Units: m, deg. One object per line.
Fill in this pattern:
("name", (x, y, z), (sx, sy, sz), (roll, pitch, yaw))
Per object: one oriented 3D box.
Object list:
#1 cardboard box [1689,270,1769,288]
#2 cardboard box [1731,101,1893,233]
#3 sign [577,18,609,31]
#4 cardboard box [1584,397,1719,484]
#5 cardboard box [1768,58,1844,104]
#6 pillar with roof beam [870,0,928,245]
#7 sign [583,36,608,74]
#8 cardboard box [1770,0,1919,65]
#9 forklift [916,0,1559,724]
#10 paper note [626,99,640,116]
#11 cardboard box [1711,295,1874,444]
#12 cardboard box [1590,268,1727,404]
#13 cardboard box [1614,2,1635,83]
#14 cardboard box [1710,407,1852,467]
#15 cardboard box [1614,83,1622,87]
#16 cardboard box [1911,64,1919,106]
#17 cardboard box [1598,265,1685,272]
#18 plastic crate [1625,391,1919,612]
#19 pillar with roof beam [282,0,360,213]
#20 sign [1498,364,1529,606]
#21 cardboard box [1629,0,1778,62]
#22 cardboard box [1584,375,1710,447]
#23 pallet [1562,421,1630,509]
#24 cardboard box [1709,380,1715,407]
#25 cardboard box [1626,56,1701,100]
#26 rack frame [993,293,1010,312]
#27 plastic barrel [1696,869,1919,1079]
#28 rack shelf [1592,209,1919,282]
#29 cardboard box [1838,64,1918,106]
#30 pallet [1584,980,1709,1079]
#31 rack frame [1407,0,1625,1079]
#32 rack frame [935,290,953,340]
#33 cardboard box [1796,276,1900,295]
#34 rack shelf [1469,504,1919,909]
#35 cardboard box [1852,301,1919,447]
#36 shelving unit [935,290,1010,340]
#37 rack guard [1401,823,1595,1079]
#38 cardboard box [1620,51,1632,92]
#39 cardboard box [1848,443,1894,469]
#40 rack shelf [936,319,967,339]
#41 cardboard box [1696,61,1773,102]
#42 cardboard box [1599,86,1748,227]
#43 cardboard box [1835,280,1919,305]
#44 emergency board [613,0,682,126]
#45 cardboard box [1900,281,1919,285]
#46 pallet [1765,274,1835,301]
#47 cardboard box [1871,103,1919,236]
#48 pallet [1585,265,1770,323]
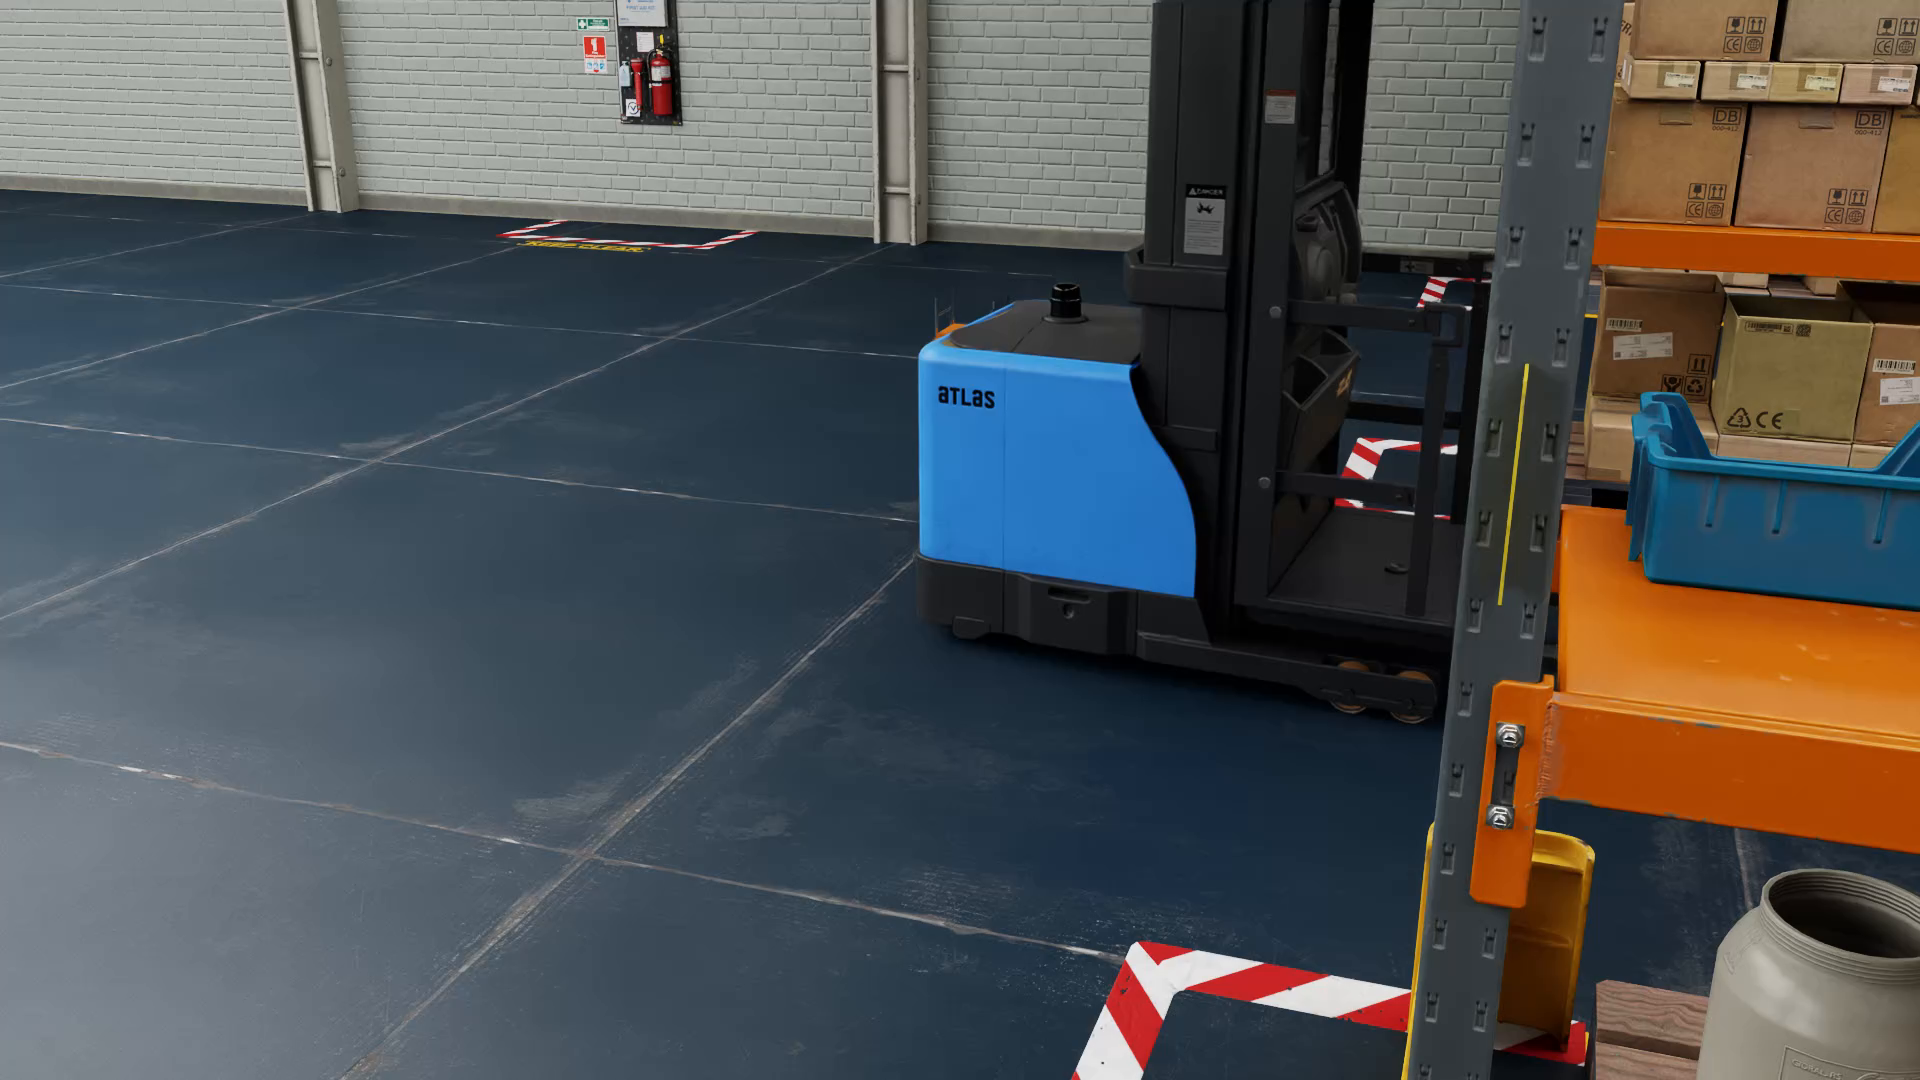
("cardboard box", (5.369, -1.970, 11.587), (0.500, 0.311, 0.500), (8, 21, 23))
("cardboard box", (3.519, -1.593, 6.937), (0.500, 0.500, 0.700), (7, 20, 19))
("sign", (-3.325, -4.672, 15.062), (0.331, 0.109, 0.001), (7, 20, 18))
("cardboard box", (3.018, -0.428, 7.287), (0.500, 0.250, 0.500), (7, 20, 18))
("cardboard box", (3.370, -1.845, 6.673), (0.250, 0.149, 0.380), (7, 20, 18))
("pillar with roof beam", (-1.929, -5.532, 9.274), (0.400, 9.000, 9.100), (7, 20, 18))
("sign", (-3.326, -4.425, 15.159), (0.234, 0.329, 0.001), (7, 20, 18))
("cardboard box", (3.570, -2.200, 6.707), (0.500, 0.500, 0.700), (6, 20, 17))
("forklift", (1.404, -0.990, 5.463), (3.031, 2.935, 1.130), (8, 21, 22))
("paper note", (-2.983, -3.941, 15.163), (0.142, 0.148, 0.016), (7, 20, 18))
("cardboard box", (3.491, -0.729, 7.010), (0.500, 0.500, 0.500), (7, 20, 18))
("cardboard box", (3.189, -0.944, 7.627), (0.500, 0.500, 0.500), (7, 20, 18))
("cardboard box", (4.559, -3.344, 11.170), (0.500, 0.500, 0.500), (7, 20, 18))
("cardboard box", (3.491, -0.375, 7.135), (0.500, 0.250, 0.500), (7, 20, 18))
("cardboard box", (4.563, -2.983, 11.275), (0.500, 0.250, 0.500), (6, 20, 16))
("cardboard box", (3.860, -1.789, 6.513), (0.250, 0.149, 0.380), (6, 20, 16))
("cardboard box", (4.830, -2.031, 11.763), (0.500, 0.311, 0.500), (4, 20, 12))
("plastic crate", (1.526, -0.084, 2.987), (0.616, 0.251, 0.499), (7, 20, 18))
("pillar with roof beam", (-7.597, -6.180, 11.134), (0.400, 9.000, 9.100), (7, 20, 18))
("sign", (0.771, -0.076, 2.316), (0.005, 0.325, 0.100), (7, 20, 18))
("cardboard box", (3.071, -2.255, 6.866), (0.500, 0.500, 0.700), (7, 20, 18))
("cardboard box", (3.188, -0.589, 7.749), (0.500, 0.250, 0.500), (7, 20, 18))
("pallet", (3.320, -0.269, 7.527), (1.213, 0.211, 1.003), (7, 20, 18))
("cardboard box", (3.664, -0.539, 7.605), (0.500, 0.250, 0.500), (7, 20, 18))
("cardboard box", (2.884, -1.900, 6.831), (0.250, 0.149, 0.380), (6, 20, 18))
("rack frame", (0.166, -0.477, 6.849), (0.008, 1.050, 0.200), (7, 20, 18))
("plastic barrel", (1.602, 0.908, 3.056), (0.421, 0.512, 0.421), (0, 19, 0))
("rack shelf", (4.474, -1.100, 6.767), (4.000, 0.370, 1.077), (7, 20, 18))
("cardboard box", (3.607, -1.817, 6.593), (0.250, 0.149, 0.380), (6, 20, 17))
("pallet", (1.808, 1.284, 3.072), (1.213, 0.211, 1.003), (7, 20, 18))
("rack frame", (0.955, -0.116, 2.851), (0.127, 3.000, 1.000), (7, 20, 18))
("rack frame", (-0.065, -0.503, 6.925), (0.008, 1.050, 0.200), (7, 20, 18))
("cardboard box", (6.046, -1.964, 11.284), (0.500, 0.500, 0.700), (5, 20, 15))
("rack shelf", (2.844, 0.440, 2.350), (4.000, 0.370, 1.077), (7, 20, 18))
("cardboard box", (3.967, -0.679, 6.867), (0.500, 0.500, 0.500), (7, 20, 18))
("shelving unit", (0.051, -0.490, 6.887), (0.252, 1.050, 0.215), (7, 20, 18))
("rack guard", (1.042, 1.058, 3.281), (0.348, 0.500, 1.175), (7, 20, 18))
("cardboard box", (3.008, -2.027, 7.196), (0.250, 0.149, 0.380), (6, 20, 17))
("cardboard box", (3.964, -0.321, 6.980), (0.500, 0.250, 0.500), (7, 20, 18))
("rack shelf", (0.051, -0.748, 6.797), (0.240, 0.259, 0.215), (7, 20, 18))
("cardboard box", (3.135, -1.872, 6.752), (0.250, 0.149, 0.380), (6, 20, 17))
("cardboard box", (3.021, -1.648, 7.096), (0.500, 0.500, 0.700), (7, 20, 18))
("cardboard box", (4.138, -0.841, 7.331), (0.500, 0.500, 0.500), (7, 20, 18))
("emergency board", (-2.838, -4.316, 14.902), (0.643, 1.169, 0.194), (7, 20, 18))
("cardboard box", (6.481, -1.804, 11.359), (0.250, 0.149, 0.380), (5, 20, 14))
("pallet", (6.183, -1.640, 11.460), (1.213, 0.211, 1.003), (7, 20, 18))
("cardboard box", (3.986, -1.538, 6.778), (0.500, 0.500, 0.700), (7, 20, 18))
("pallet", (5.034, -1.772, 11.840), (1.213, 0.211, 1.003), (7, 20, 18))
